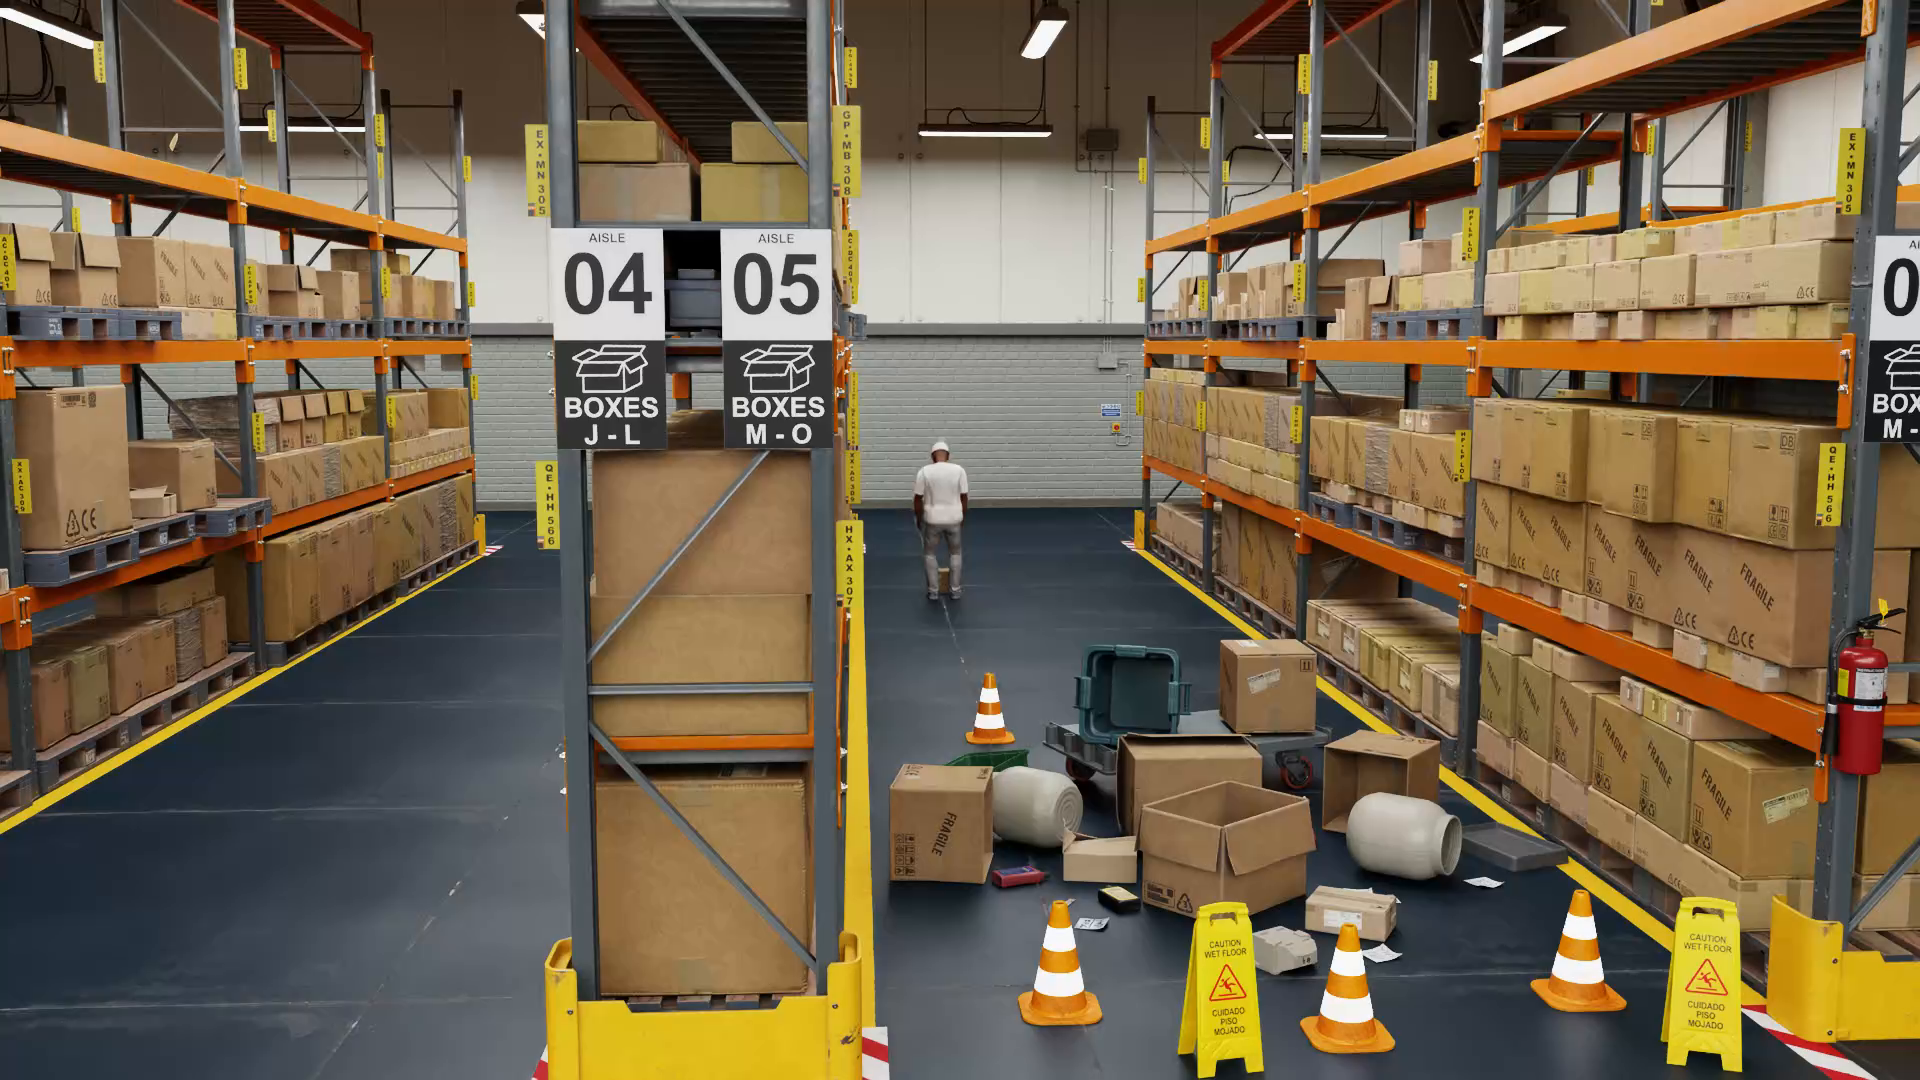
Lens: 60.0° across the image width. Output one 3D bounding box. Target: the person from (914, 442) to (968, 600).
[{"bbox_3d":[-0.209,-0.211,18.163,0.595,1.707,0.472,0,7,-2],"label":"person"}]
